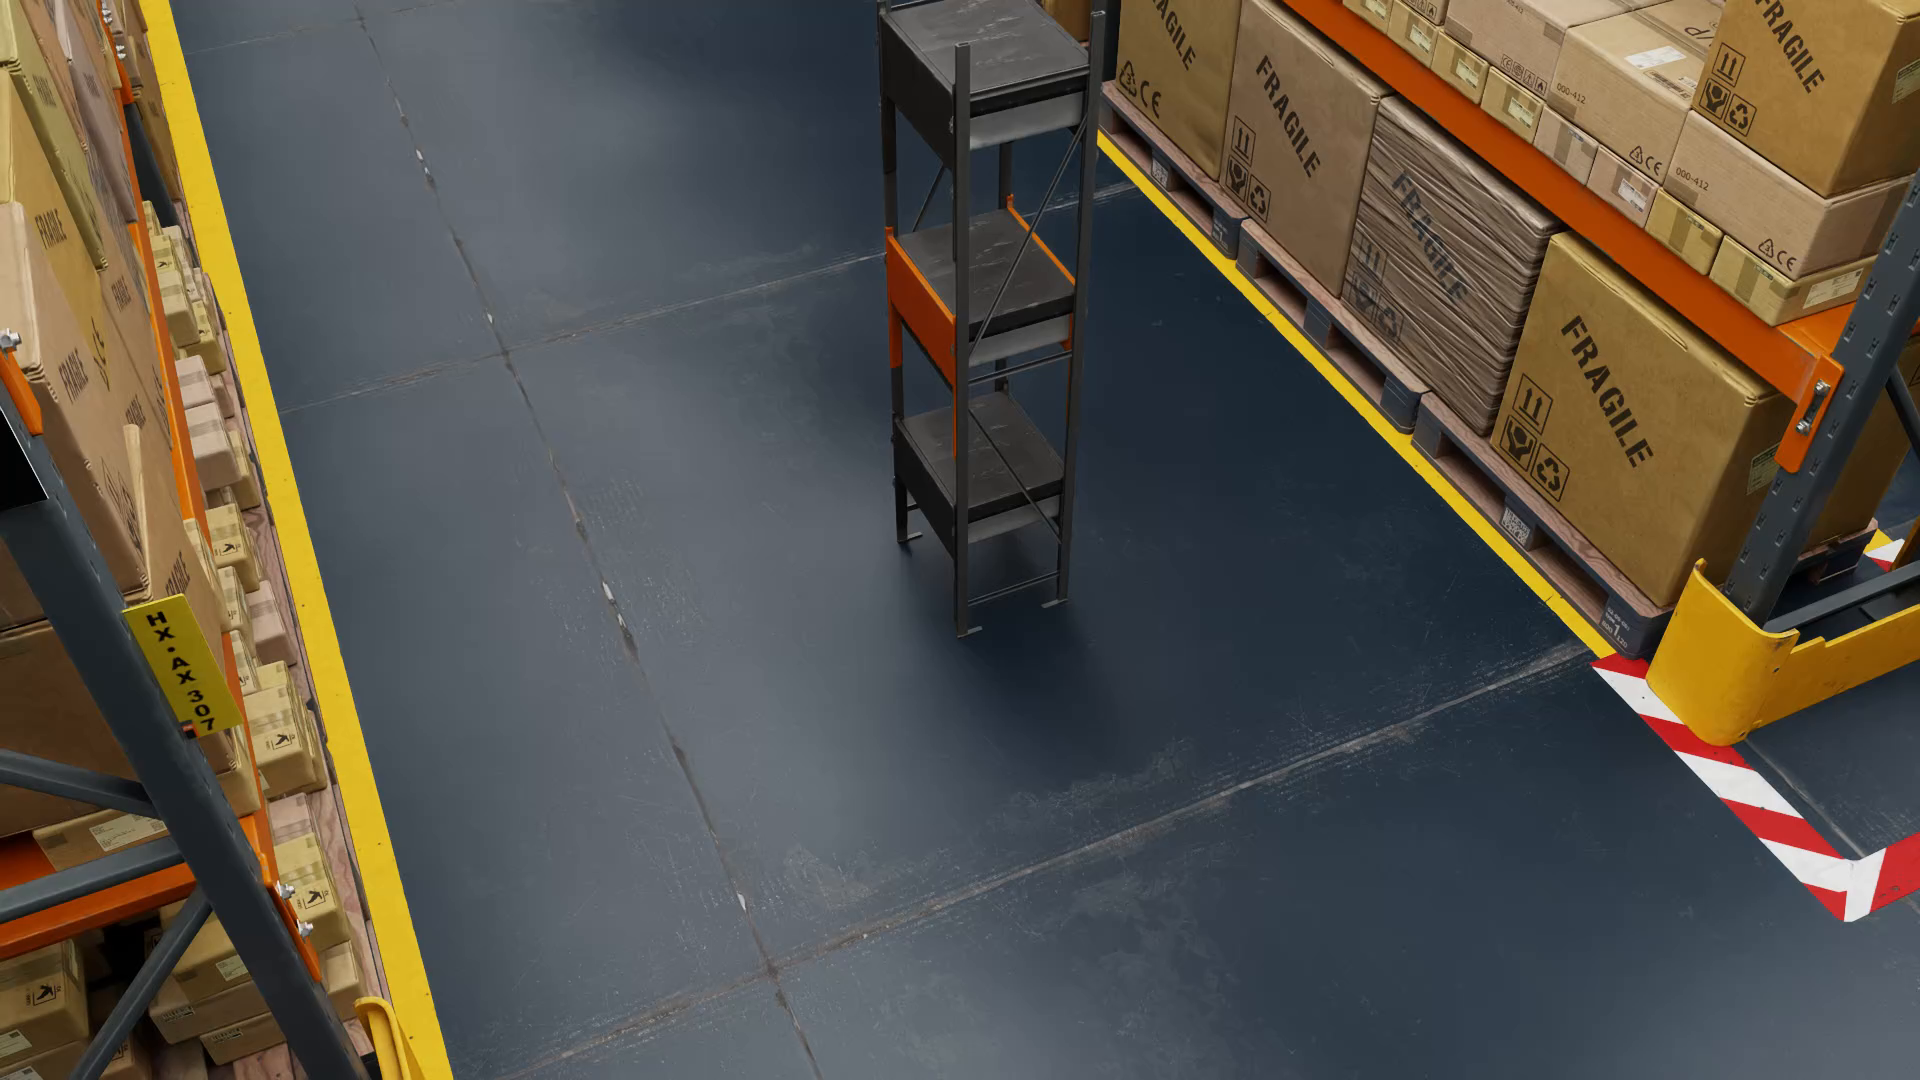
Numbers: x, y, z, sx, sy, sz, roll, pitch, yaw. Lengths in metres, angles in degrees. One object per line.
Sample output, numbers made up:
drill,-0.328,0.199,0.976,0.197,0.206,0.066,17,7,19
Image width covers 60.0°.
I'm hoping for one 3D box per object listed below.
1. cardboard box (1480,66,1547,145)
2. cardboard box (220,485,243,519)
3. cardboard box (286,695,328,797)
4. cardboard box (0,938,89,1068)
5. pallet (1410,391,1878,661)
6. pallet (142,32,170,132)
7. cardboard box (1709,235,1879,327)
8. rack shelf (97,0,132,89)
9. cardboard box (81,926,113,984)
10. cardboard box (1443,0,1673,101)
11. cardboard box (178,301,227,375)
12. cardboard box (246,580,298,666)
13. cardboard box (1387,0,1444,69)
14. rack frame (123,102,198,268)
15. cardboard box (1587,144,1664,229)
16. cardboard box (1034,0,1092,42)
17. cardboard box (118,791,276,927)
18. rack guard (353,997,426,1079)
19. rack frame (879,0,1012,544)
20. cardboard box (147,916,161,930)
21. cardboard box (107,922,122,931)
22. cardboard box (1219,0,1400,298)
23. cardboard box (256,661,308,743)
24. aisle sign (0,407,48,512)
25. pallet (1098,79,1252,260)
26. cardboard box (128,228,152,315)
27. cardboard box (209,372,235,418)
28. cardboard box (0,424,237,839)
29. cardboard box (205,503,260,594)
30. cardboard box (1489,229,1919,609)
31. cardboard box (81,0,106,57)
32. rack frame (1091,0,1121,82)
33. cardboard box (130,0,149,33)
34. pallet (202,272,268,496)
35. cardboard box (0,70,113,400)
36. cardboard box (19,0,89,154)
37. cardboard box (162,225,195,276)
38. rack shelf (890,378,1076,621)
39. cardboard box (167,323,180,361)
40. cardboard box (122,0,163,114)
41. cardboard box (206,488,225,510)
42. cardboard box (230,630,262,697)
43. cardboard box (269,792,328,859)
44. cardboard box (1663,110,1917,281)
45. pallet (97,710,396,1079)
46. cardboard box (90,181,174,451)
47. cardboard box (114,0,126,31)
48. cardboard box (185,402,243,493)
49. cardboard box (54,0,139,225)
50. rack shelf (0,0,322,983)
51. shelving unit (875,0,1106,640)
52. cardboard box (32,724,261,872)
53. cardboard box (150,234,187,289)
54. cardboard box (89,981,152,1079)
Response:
cardboard box,1.875,-1.405,5.217,0.380,0.149,0.250,-19,48,-18
cardboard box,-2.513,-0.003,5.348,0.380,0.149,0.250,-17,47,-17
cardboard box,-2.022,0.628,4.708,0.380,0.149,0.250,-17,47,-17
cardboard box,-2.241,1.077,3.830,0.380,0.149,0.250,-18,47,-17
pallet,2.347,-0.208,5.811,1.003,0.211,1.213,-18,47,-17
pallet,-4.316,-2.145,7.774,1.003,0.211,1.213,-18,47,-17
cardboard box,2.306,-0.755,4.558,0.380,0.149,0.250,-17,47,-17
rack shelf,-4.311,-2.882,7.047,1.077,0.370,4.000,-18,47,-17
cardboard box,-2.331,1.011,4.109,0.380,0.149,0.250,-19,48,-18
cardboard box,1.883,-1.645,5.177,0.500,0.250,0.500,-20,48,-19
cardboard box,-2.796,-0.663,5.805,0.380,0.149,0.250,-20,48,-19
cardboard box,-2.241,0.310,5.031,0.380,0.149,0.250,-20,48,-19
cardboard box,1.663,-1.729,5.546,0.380,0.149,0.250,-17,47,-17
rack frame,-3.471,-1.863,5.503,1.000,3.000,0.127,-18,47,-17
cardboard box,2.090,-1.081,4.889,0.380,0.149,0.250,-18,47,-17
cardboard box,0.785,-3.059,7.928,1.225,0.875,0.875,-18,47,-17
cardboard box,-1.926,0.765,4.146,0.380,0.149,0.250,-17,47,-17
rack guard,-1.821,1.527,3.846,1.175,0.500,0.348,-18,47,-17
rack frame,-0.033,-0.797,5.063,0.400,2.100,0.015,-18,47,-17
cardboard box,-1.903,0.980,4.352,0.380,0.149,0.250,-18,47,-18
cardboard box,-2.432,0.949,4.383,0.380,0.149,0.250,-18,47,-18
cardboard box,1.656,-1.639,6.489,0.875,0.875,0.875,-18,47,-17
cardboard box,-2.033,0.519,4.607,0.380,0.149,0.250,-17,47,-16
aisle sign,-1.486,-0.282,2.049,0.394,0.787,0.004,-18,47,-17
pallet,1.321,-1.763,7.387,1.003,0.211,1.213,-18,47,-17
cardboard box,-2.415,-0.686,4.488,0.380,0.149,0.250,-17,47,-17
cardboard box,-2.793,-0.509,5.861,0.380,0.149,0.250,-20,48,-19
cardboard box,-1.727,0.177,3.152,0.500,0.500,0.500,-16,47,-16
cardboard box,-2.272,0.072,4.848,0.380,0.149,0.250,-17,47,-17
cardboard box,2.412,-0.492,5.327,0.875,0.875,0.875,-18,47,-17
cardboard box,-3.011,-1.780,5.135,0.500,0.500,0.500,-18,47,-17
rack frame,1.072,-3.264,6.922,1.000,3.000,0.127,-18,47,-17
cardboard box,-4.186,-2.666,7.797,0.500,0.500,0.500,-20,48,-19
pallet,-3.156,-0.453,6.059,1.003,0.211,1.213,-18,47,-17
cardboard box,-1.955,-0.496,3.122,0.500,0.500,0.500,-17,47,-16
cardboard box,-2.370,-1.158,3.793,0.500,0.500,0.500,-19,48,-19
cardboard box,-3.050,-0.997,6.144,0.380,0.149,0.250,-17,47,-17
rack shelf,0.070,-0.134,5.407,0.431,0.518,0.480,-18,47,-17
cardboard box,-2.792,-0.564,5.493,0.380,0.149,0.250,-17,47,-16
cardboard box,-3.765,-2.009,7.131,0.500,0.500,0.500,-16,47,-16
cardboard box,-2.560,-0.141,5.276,0.380,0.149,0.250,-20,48,-19
cardboard box,-2.095,0.433,4.483,0.380,0.149,0.250,-20,48,-19
cardboard box,-1.840,0.844,4.278,0.380,0.149,0.250,-18,47,-18
cardboard box,2.310,-0.998,4.520,0.500,0.250,0.500,-19,48,-18
pallet,-2.130,1.102,4.483,1.003,0.211,1.213,-18,47,-17
cardboard box,-2.169,-0.473,3.811,0.500,0.500,0.500,-17,47,-17
cardboard box,-3.768,-2.277,6.869,0.500,0.250,0.500,-17,47,-16
cardboard box,-2.470,-0.250,5.175,0.380,0.149,0.250,-20,48,-19
cardboard box,-2.586,-1.131,4.478,0.500,0.500,0.500,-18,47,-18
rack shelf,-2.630,-0.333,4.464,1.077,0.370,4.000,-18,47,-17
shelving unit,0.070,-0.642,4.906,0.431,2.100,0.503,-18,47,-17
cardboard box,-1.627,0.472,3.315,0.380,0.149,0.250,-18,48,-18
cardboard box,-2.941,-0.909,5.843,0.380,0.149,0.250,-17,47,-17
cardboard box,-2.199,1.277,4.051,0.380,0.149,0.250,-17,47,-17
